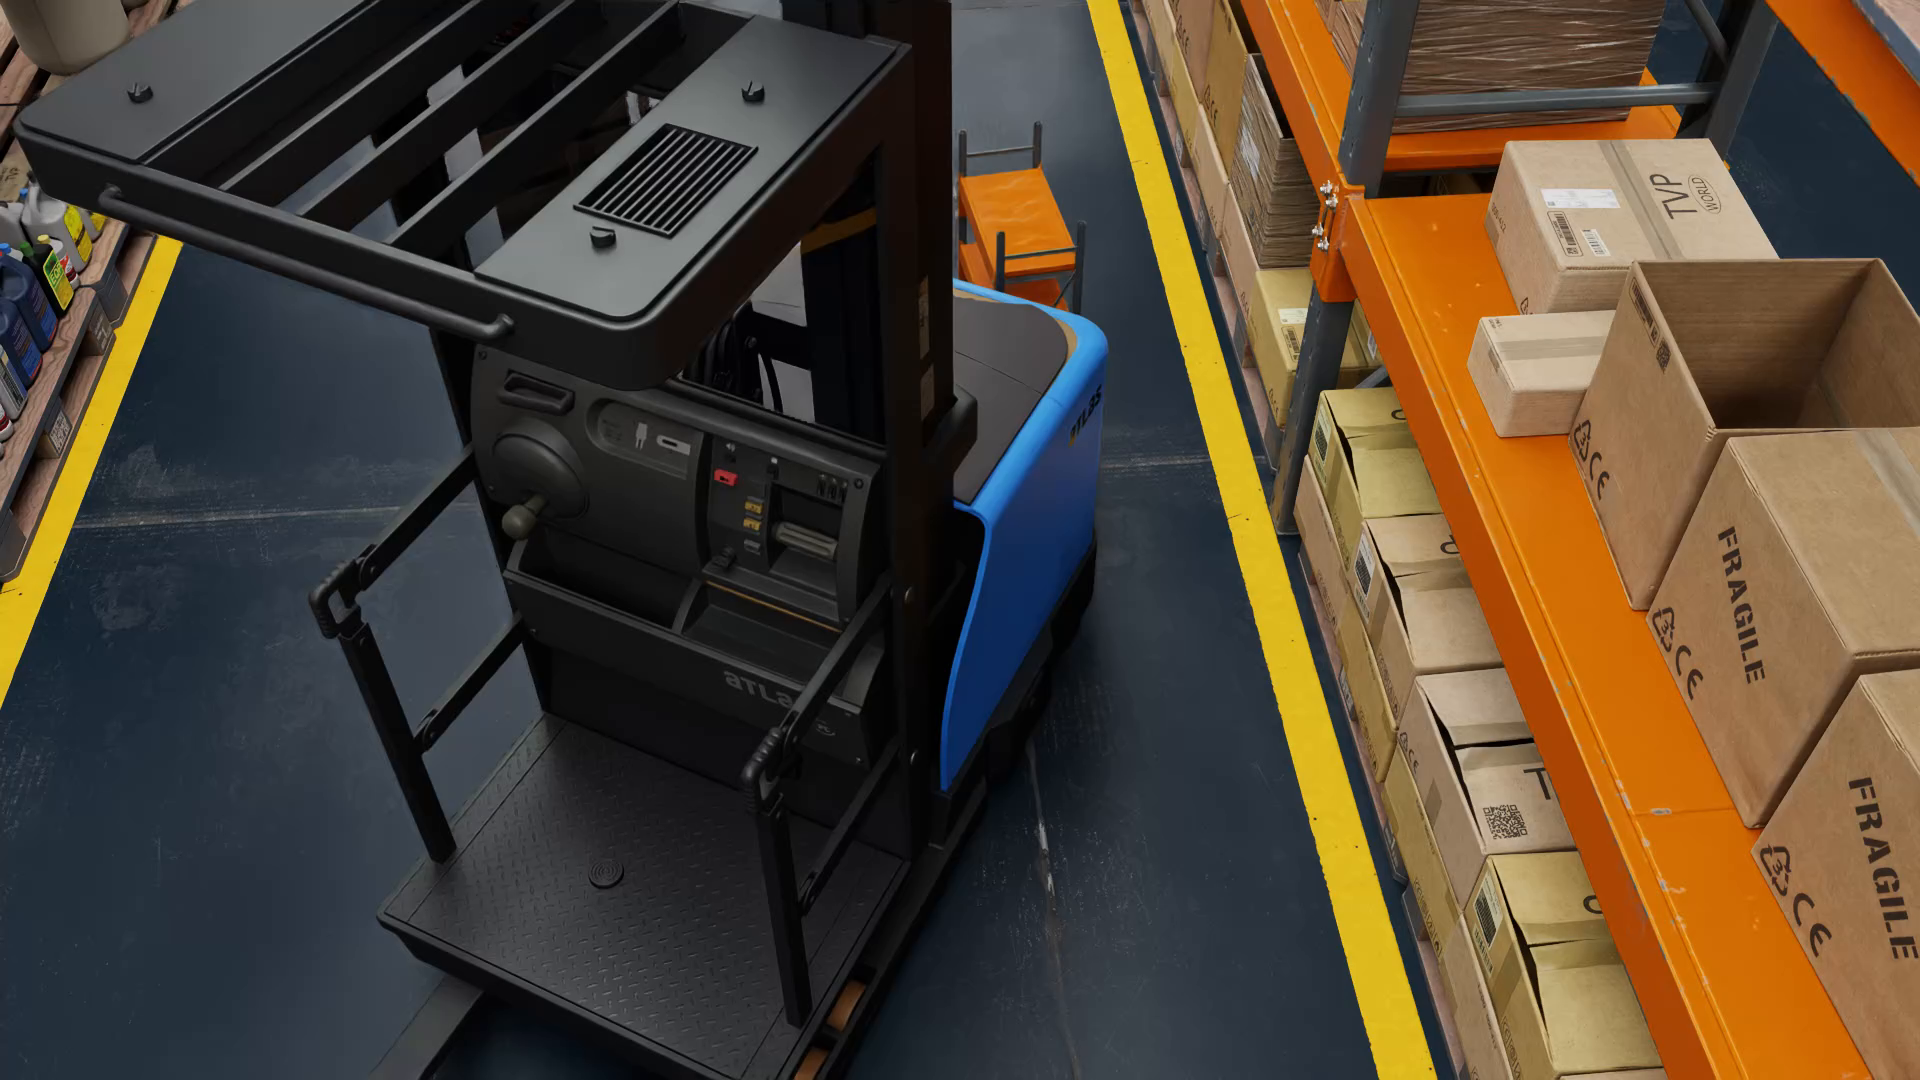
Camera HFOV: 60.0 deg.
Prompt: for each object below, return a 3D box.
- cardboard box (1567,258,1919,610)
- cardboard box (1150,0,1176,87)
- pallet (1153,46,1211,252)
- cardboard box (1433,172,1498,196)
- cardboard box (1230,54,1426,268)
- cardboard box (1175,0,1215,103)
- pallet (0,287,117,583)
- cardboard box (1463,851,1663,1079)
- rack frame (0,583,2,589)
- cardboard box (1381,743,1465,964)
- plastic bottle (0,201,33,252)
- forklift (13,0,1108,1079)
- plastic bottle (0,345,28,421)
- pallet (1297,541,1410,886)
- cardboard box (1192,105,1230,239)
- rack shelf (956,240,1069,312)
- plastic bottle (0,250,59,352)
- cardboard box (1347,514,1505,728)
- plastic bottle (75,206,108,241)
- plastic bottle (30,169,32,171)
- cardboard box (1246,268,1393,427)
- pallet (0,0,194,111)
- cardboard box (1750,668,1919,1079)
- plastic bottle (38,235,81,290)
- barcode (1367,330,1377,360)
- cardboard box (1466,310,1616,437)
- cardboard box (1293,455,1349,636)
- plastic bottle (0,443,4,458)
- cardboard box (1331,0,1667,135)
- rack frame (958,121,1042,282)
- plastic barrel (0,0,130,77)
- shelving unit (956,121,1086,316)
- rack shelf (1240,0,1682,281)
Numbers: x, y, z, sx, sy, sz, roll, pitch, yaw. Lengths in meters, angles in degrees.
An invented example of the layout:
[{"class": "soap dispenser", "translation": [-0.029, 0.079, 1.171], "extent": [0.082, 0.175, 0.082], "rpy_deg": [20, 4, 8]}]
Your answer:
[{"class": "cardboard box", "translation": [1.587, -0.211, 3.315], "extent": [0.500, 0.500, 0.500], "rpy_deg": [0, 47, 0]}, {"class": "cardboard box", "translation": [1.070, -2.082, 6.761], "extent": [0.500, 0.250, 0.500], "rpy_deg": [-3, 47, -3]}, {"class": "pallet", "translation": [1.365, -1.618, 6.637], "extent": [1.003, 0.211, 1.213], "rpy_deg": [-3, 47, -3]}, {"class": "cardboard box", "translation": [1.768, -0.926, 5.149], "extent": [0.500, 0.500, 0.500], "rpy_deg": [-3, 47, -3]}, {"class": "cardboard box", "translation": [1.208, -1.256, 5.461], "extent": [0.500, 0.500, 0.500], "rpy_deg": [-3, 47, -3]}, {"class": "cardboard box", "translation": [1.106, -1.978, 6.146], "extent": [0.500, 0.500, 0.500], "rpy_deg": [-3, 47, -3]}, {"class": "pallet", "translation": [-3.456, -0.345, 5.432], "extent": [1.003, 0.211, 1.213], "rpy_deg": [-3, 47, -3]}, {"class": "cardboard box", "translation": [1.411, 0.920, 3.531], "extent": [0.500, 0.311, 0.500], "rpy_deg": [-2, 47, -2]}, {"class": "rack frame", "translation": [-3.441, -0.816, 3.957], "extent": [1.000, 3.000, 0.127], "rpy_deg": [-3, 47, -3]}, {"class": "cardboard box", "translation": [1.370, 0.738, 4.089], "extent": [0.500, 0.250, 0.500], "rpy_deg": [-5, 47, -5]}, {"class": "plastic bottle", "translation": [-3.292, -1.057, 5.758], "extent": [0.152, 0.276, 0.135], "rpy_deg": [-3, 47, -3]}, {"class": "forklift", "translation": [-0.692, -0.018, 3.248], "extent": [1.130, 2.935, 3.031], "rpy_deg": [19, 49, 17]}, {"class": "plastic bottle", "translation": [-3.085, -0.520, 5.249], "extent": [0.152, 0.276, 0.135], "rpy_deg": [-2, 47, -2]}, {"class": "pallet", "translation": [1.596, 0.375, 4.749], "extent": [1.003, 0.211, 1.213], "rpy_deg": [-3, 47, -3]}, {"class": "cardboard box", "translation": [1.150, -1.359, 6.075], "extent": [0.500, 0.250, 0.500], "rpy_deg": [-3, 47, -3]}, {"class": "rack shelf", "translation": [0.165, -0.690, 4.862], "extent": [0.258, 0.148, 0.480], "rpy_deg": [-9, 47, -8]}, {"class": "plastic bottle", "translation": [-3.111, -0.802, 5.465], "extent": [0.144, 0.351, 0.185], "rpy_deg": [-5, 47, -5]}, {"class": "cardboard box", "translation": [1.318, 0.171, 4.241], "extent": [0.500, 0.311, 0.500], "rpy_deg": [-4, 47, -4]}, {"class": "plastic bottle", "translation": [-3.162, -1.244, 5.884], "extent": [0.144, 0.351, 0.185], "rpy_deg": [-2, 47, -2]}, {"class": "plastic bottle", "translation": [-3.303, -1.291, 6.031], "extent": [0.097, 0.201, 0.097], "rpy_deg": [0, 47, 0]}, {"class": "cardboard box", "translation": [1.239, -0.635, 5.390], "extent": [0.500, 0.250, 0.500], "rpy_deg": [-3, 47, -3]}, {"class": "pallet", "translation": [-3.660, -2.111, 7.104], "extent": [1.003, 0.211, 1.213], "rpy_deg": [-3, 47, -3]}, {"class": "cardboard box", "translation": [1.673, 0.532, 2.611], "extent": [0.500, 0.500, 0.500], "rpy_deg": [-6, 47, -5]}, {"class": "plastic bottle", "translation": [-3.111, -0.957, 5.715], "extent": [0.097, 0.201, 0.097], "rpy_deg": [0, 47, 0]}, {"class": "barcode", "translation": [1.102, -0.526, 4.440], "extent": [0.001, 0.075, 0.075], "rpy_deg": [-3, 47, -3]}, {"class": "cardboard box", "translation": [1.366, -0.374, 3.712], "extent": [0.380, 0.149, 0.250], "rpy_deg": [-3, 47, -3]}, {"class": "cardboard box", "translation": [1.282, -0.006, 4.795], "extent": [0.500, 0.250, 0.500], "rpy_deg": [-5, 47, -4]}, {"class": "plastic bottle", "translation": [-3.040, -0.336, 5.126], "extent": [0.097, 0.201, 0.097], "rpy_deg": [0, 47, 0]}, {"class": "cardboard box", "translation": [1.452, -1.469, 4.507], "extent": [0.700, 0.500, 0.500], "rpy_deg": [-5, 47, -4]}, {"class": "rack frame", "translation": [0.114, -0.756, 5.139], "extent": [0.240, 1.200, 0.015], "rpy_deg": [-9, 47, -8]}, {"class": "plastic barrel", "translation": [-3.603, -2.165, 6.658], "extent": [0.421, 0.512, 0.421], "rpy_deg": [0, 47, 0]}, {"class": "shelving unit", "translation": [0.165, -0.582, 4.975], "extent": [0.258, 1.200, 0.503], "rpy_deg": [-9, 47, -8]}, {"class": "rack shelf", "translation": [1.328, -2.314, 5.871], "extent": [1.077, 0.370, 4.000], "rpy_deg": [-3, 47, -3]}]
